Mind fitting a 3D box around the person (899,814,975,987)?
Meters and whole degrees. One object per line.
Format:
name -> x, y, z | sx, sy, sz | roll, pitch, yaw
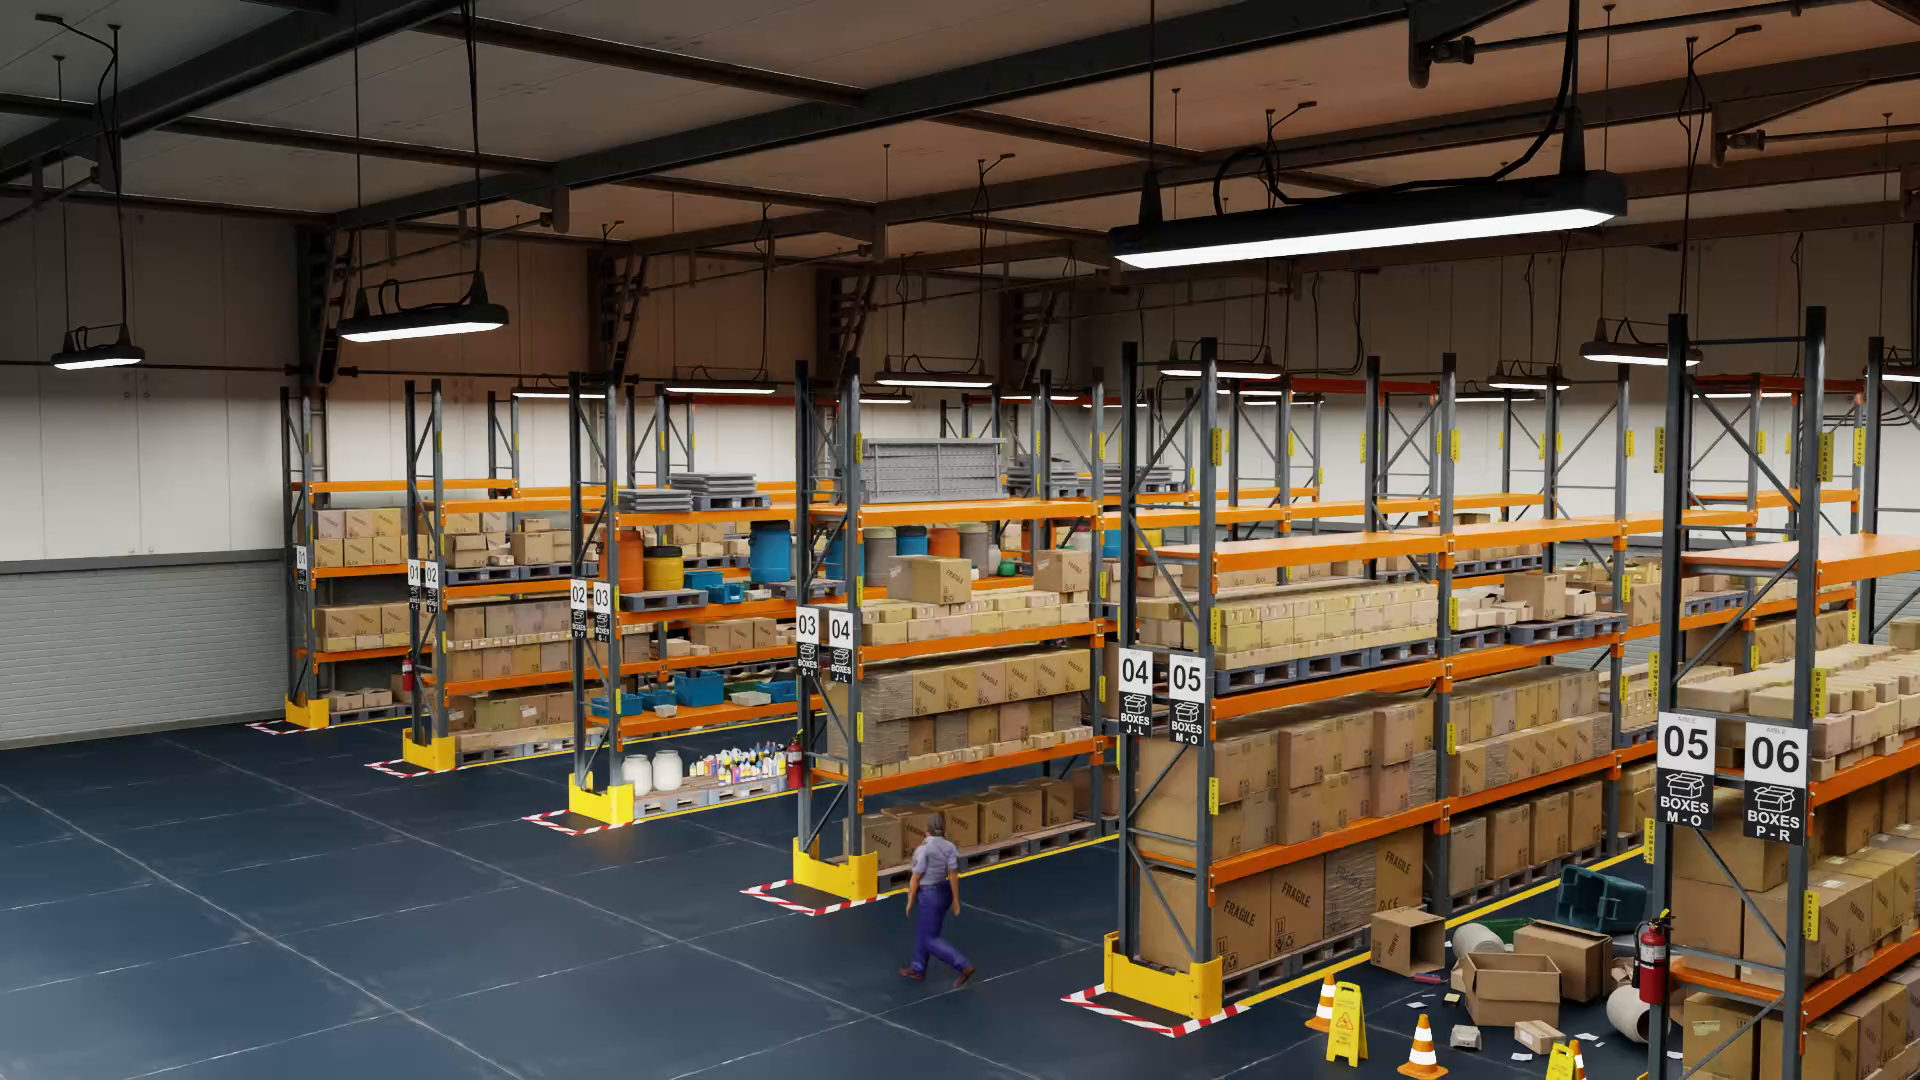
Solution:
person -> -0.229, 3.367, 15.515 | 0.889, 1.604, 0.468 | 1, 4, 22
